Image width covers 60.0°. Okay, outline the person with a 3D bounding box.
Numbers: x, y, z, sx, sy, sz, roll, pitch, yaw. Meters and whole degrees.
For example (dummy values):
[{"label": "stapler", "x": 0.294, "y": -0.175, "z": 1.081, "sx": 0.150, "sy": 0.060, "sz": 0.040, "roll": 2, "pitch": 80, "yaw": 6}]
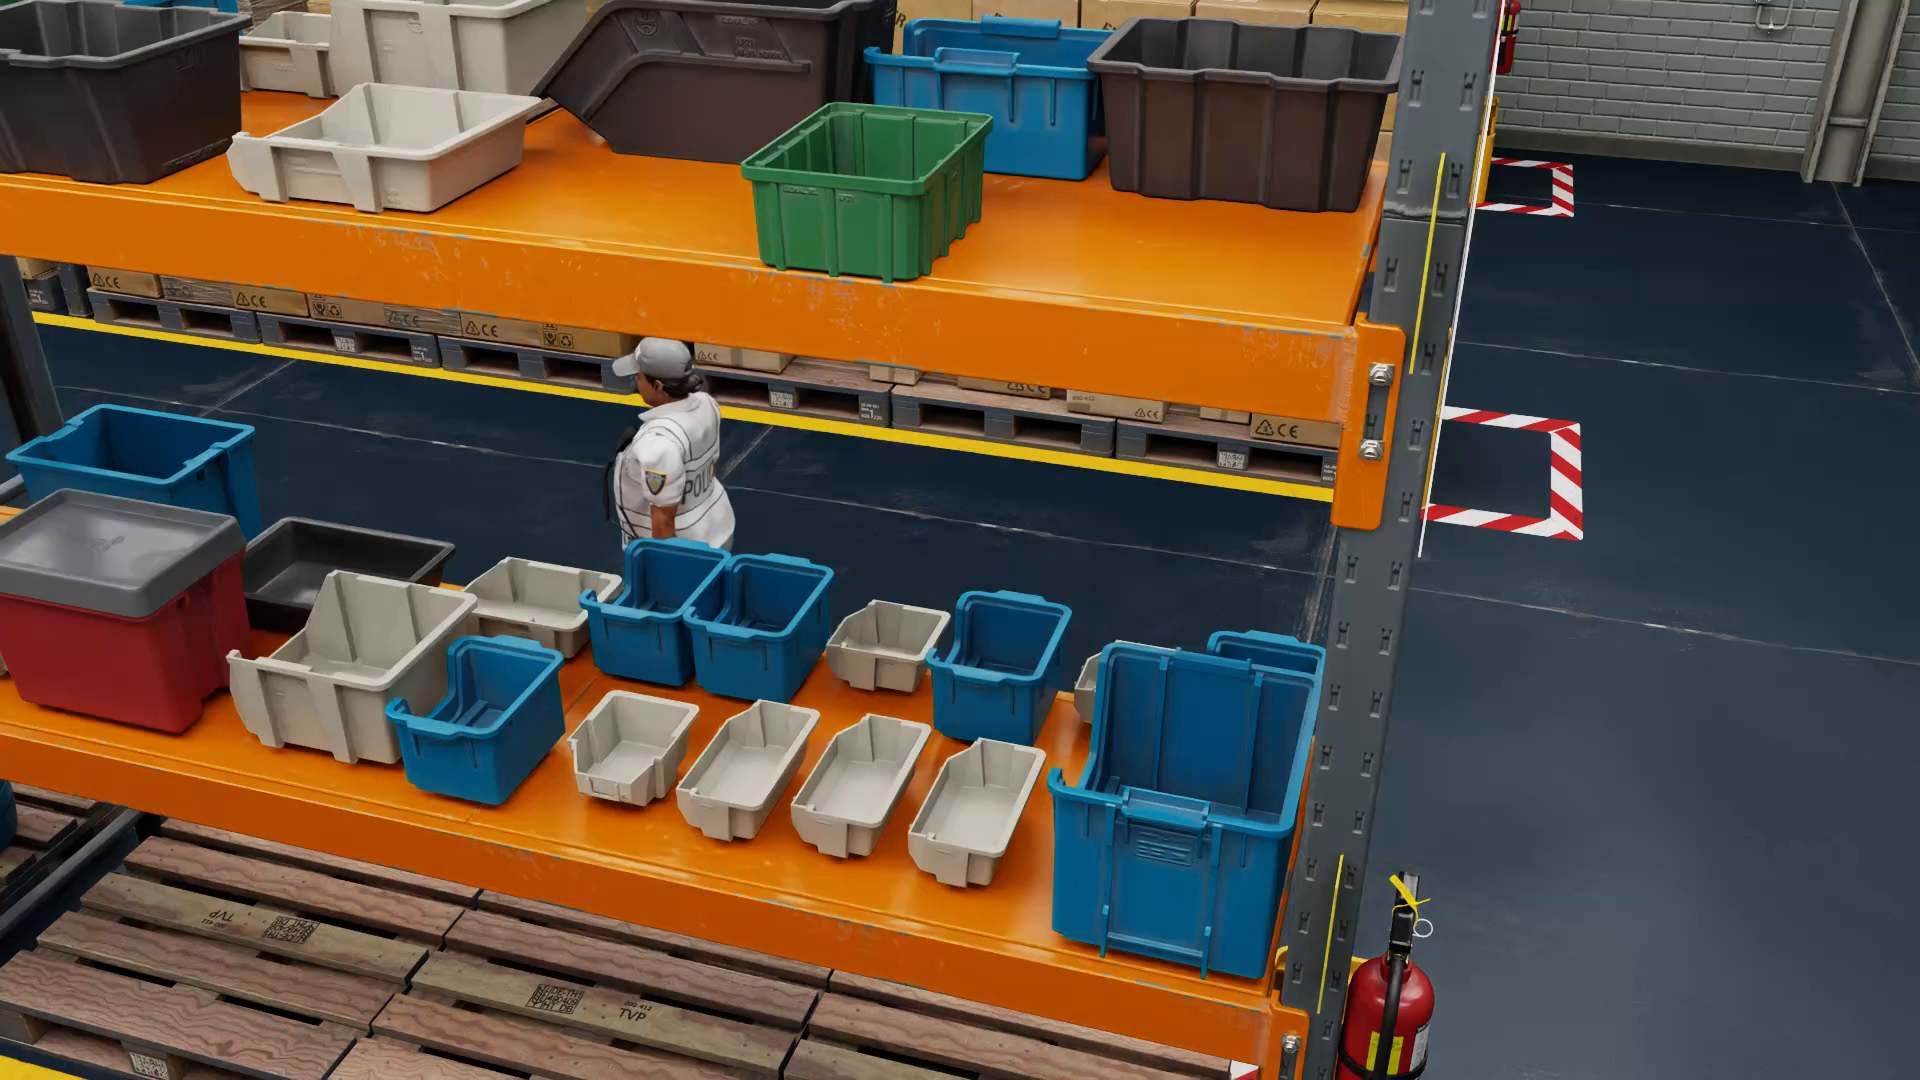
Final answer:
[{"label": "person", "x": -1.038, "y": 0.038, "z": 6.065, "sx": 0.584, "sy": 1.685, "sz": 0.488, "roll": 9, "pitch": 31, "yaw": 15}]
